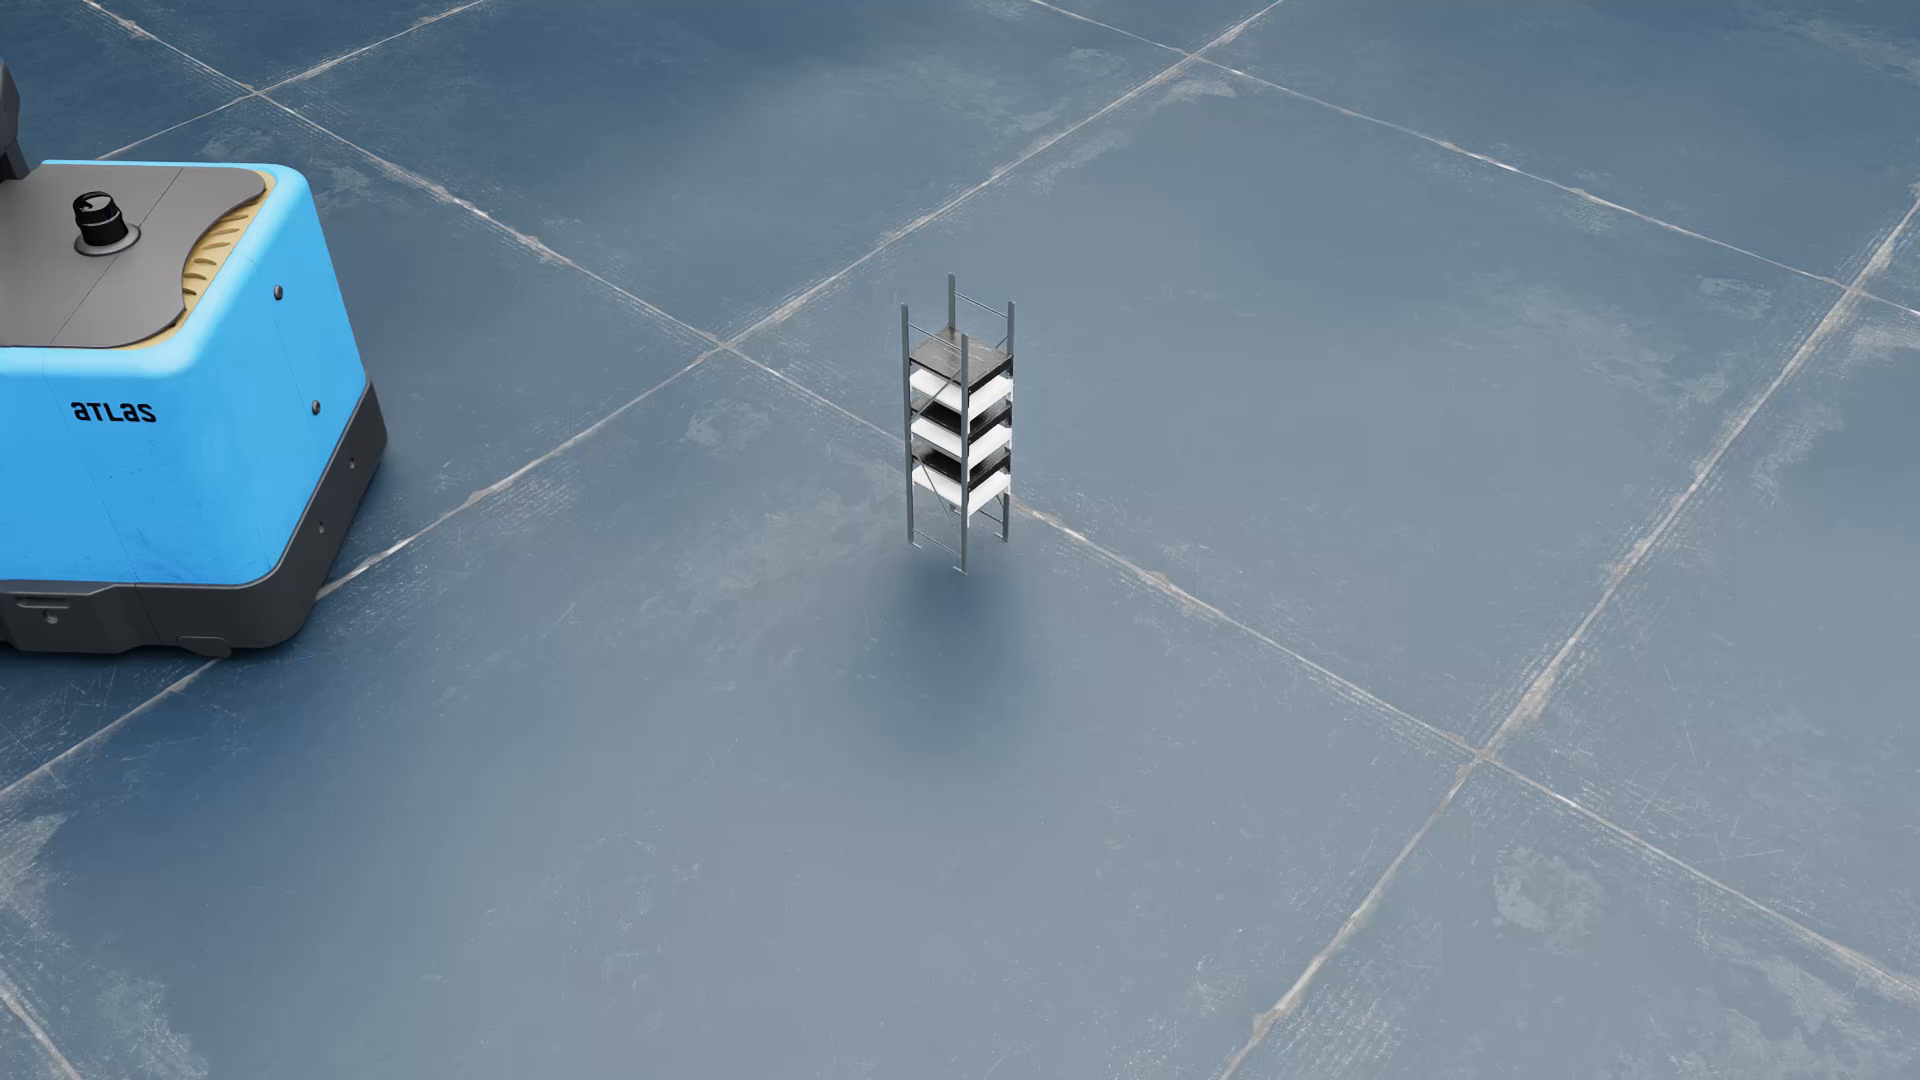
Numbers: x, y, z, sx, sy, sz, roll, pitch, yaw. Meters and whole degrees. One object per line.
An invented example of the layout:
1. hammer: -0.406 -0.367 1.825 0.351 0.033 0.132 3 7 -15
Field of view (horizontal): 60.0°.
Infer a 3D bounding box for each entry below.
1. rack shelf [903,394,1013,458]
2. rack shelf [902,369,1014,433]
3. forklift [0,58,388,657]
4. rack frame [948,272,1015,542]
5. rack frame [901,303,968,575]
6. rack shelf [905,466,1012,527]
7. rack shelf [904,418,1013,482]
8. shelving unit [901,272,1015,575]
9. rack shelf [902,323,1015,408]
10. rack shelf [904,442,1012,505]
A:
1. rack shelf: -0.005 -0.371 4.905 0.258 0.077 0.200 29 50 28
2. rack shelf: -0.005 -0.437 4.844 0.258 0.077 0.200 29 50 28
3. forklift: -3.422 -1.106 4.288 3.031 2.935 1.130 1 42 2
4. rack frame: 0.060 -0.381 5.000 0.240 0.900 0.006 29 50 28
5. rack frame: -0.071 -0.276 4.885 0.240 0.900 0.006 29 50 28
6. rack shelf: -0.005 -0.171 5.086 0.258 0.077 0.200 29 50 28
7. rack shelf: -0.005 -0.304 4.965 0.258 0.077 0.200 29 50 28
8. shelving unit: -0.005 -0.329 4.943 0.258 0.900 0.210 29 50 28
9. rack shelf: -0.005 -0.504 4.783 0.258 0.077 0.200 29 50 28
10. rack shelf: -0.005 -0.238 5.026 0.258 0.077 0.200 29 50 28
